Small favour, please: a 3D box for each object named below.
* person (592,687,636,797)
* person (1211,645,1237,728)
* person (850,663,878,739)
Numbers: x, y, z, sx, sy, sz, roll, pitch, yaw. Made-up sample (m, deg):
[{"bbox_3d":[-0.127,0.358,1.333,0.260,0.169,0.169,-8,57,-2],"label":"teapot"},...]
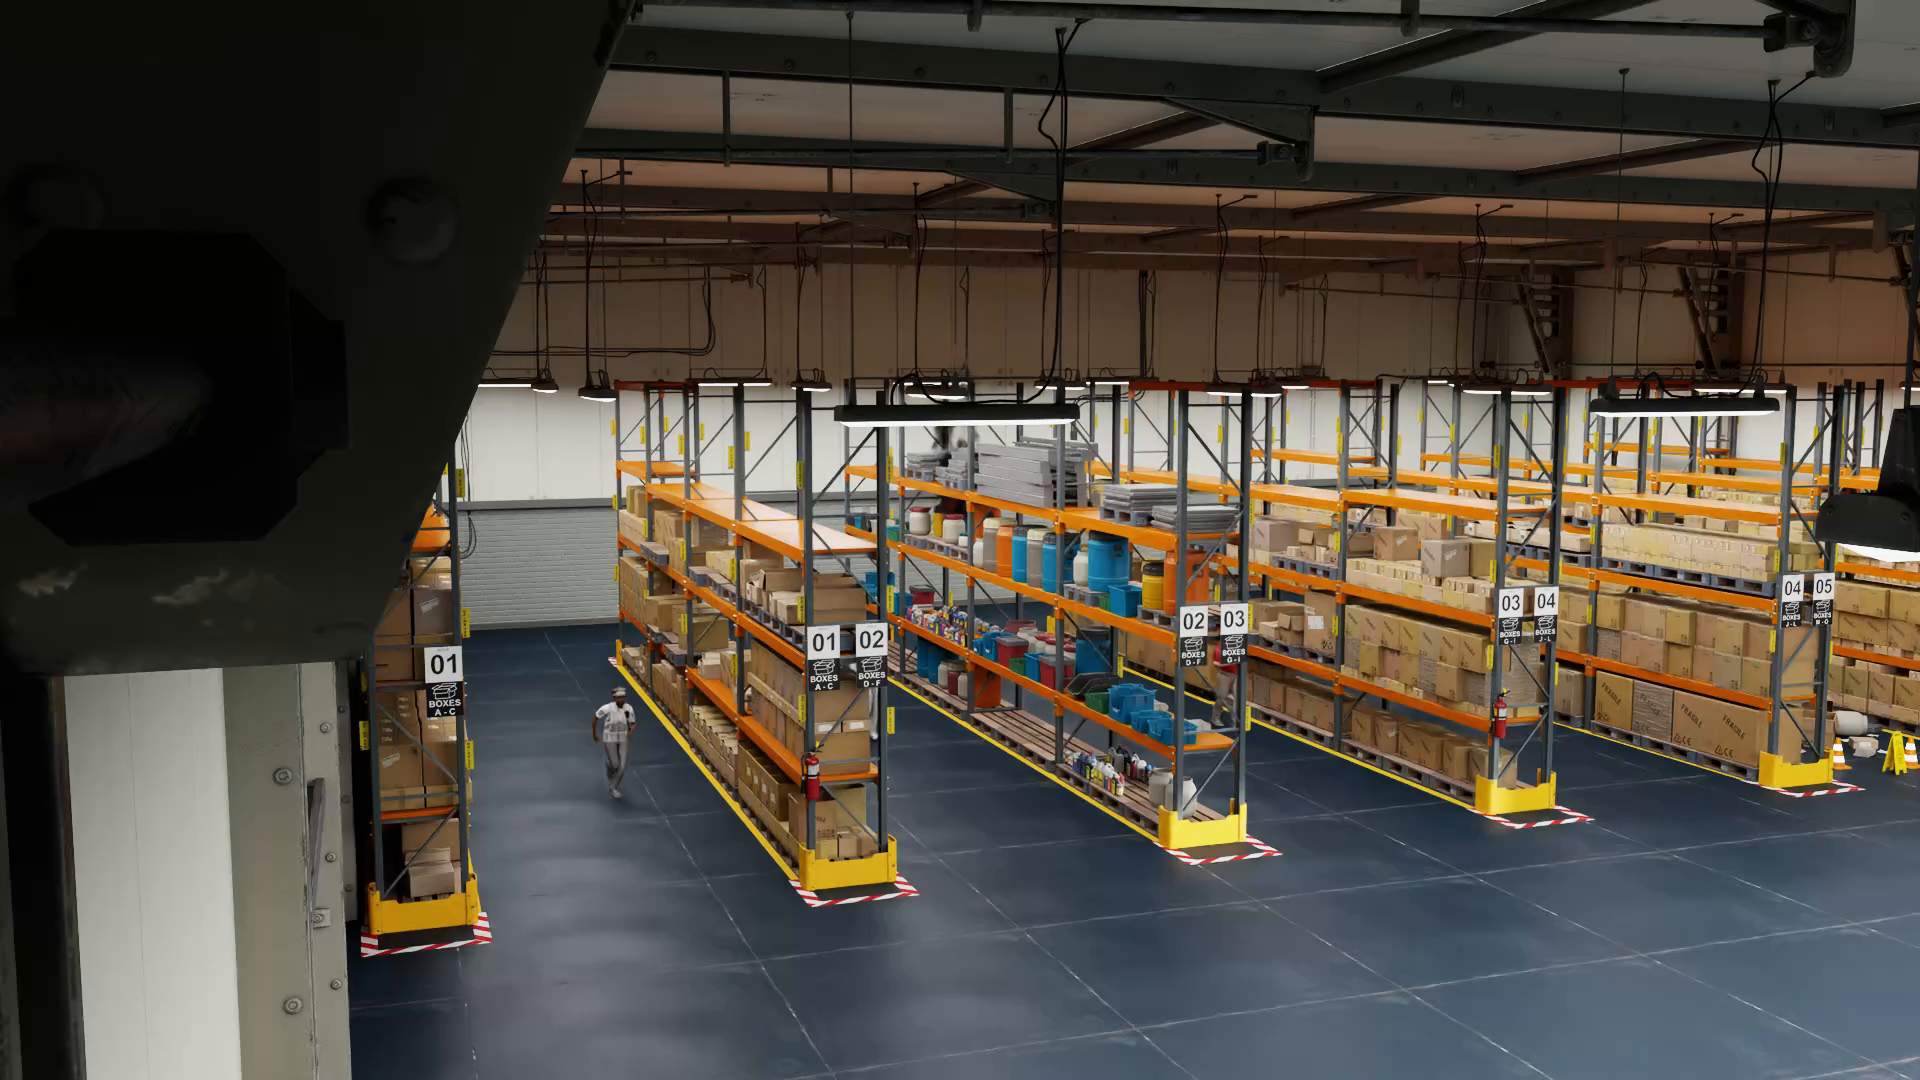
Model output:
[{"bbox_3d":[-5.051,2.956,24.393,0.603,1.649,0.643,-3,7,-27],"label":"person"},{"bbox_3d":[4.633,2.439,28.721,0.642,1.787,0.762,-3,7,-24],"label":"person"},{"bbox_3d":[-1.555,2.487,28.219,0.709,1.727,0.750,-4,7,-35],"label":"person"}]
